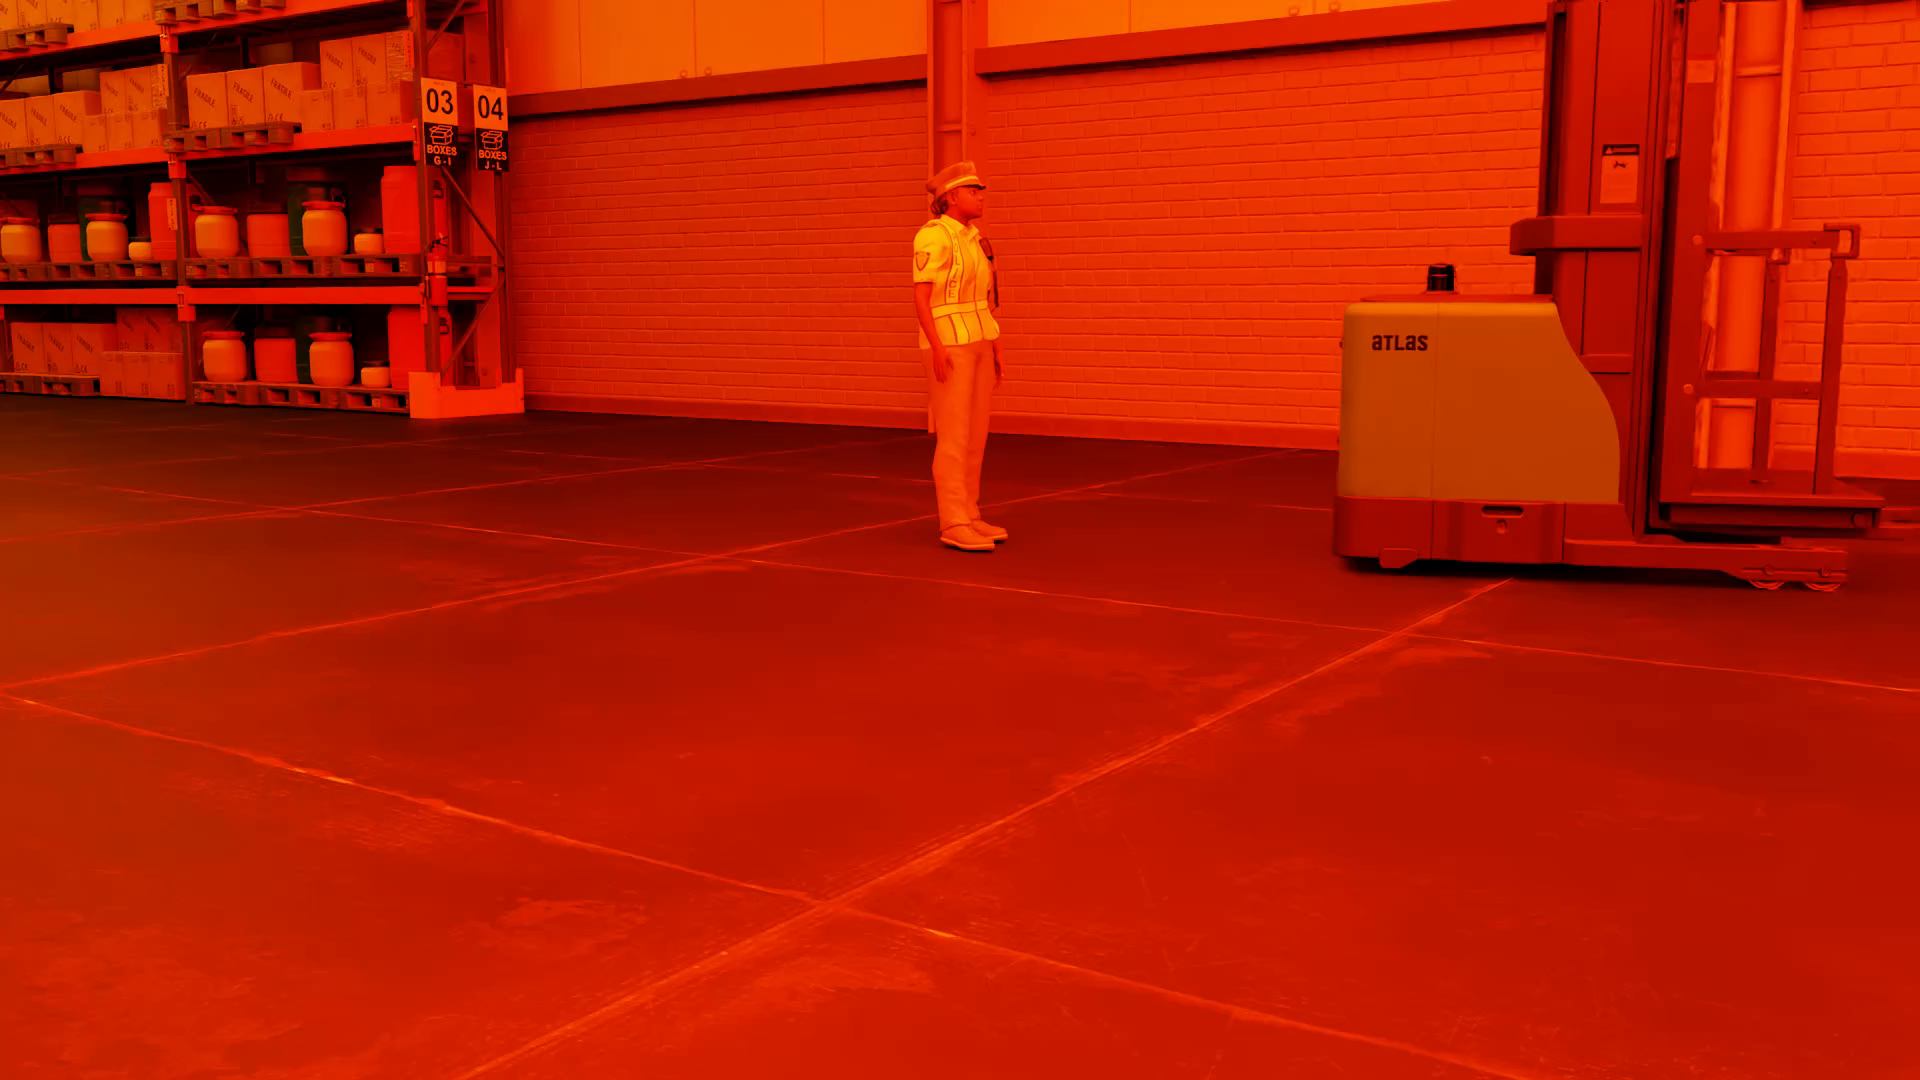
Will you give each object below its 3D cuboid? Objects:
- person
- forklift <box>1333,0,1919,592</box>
[{"bbox_3d":[0.051,-0.838,7.426,0.530,1.695,0.570,5,10,34],"label":"person"},{"bbox_3d":[3.081,-1.339,6.606,3.031,2.935,1.130,2,8,13],"label":"forklift"}]
